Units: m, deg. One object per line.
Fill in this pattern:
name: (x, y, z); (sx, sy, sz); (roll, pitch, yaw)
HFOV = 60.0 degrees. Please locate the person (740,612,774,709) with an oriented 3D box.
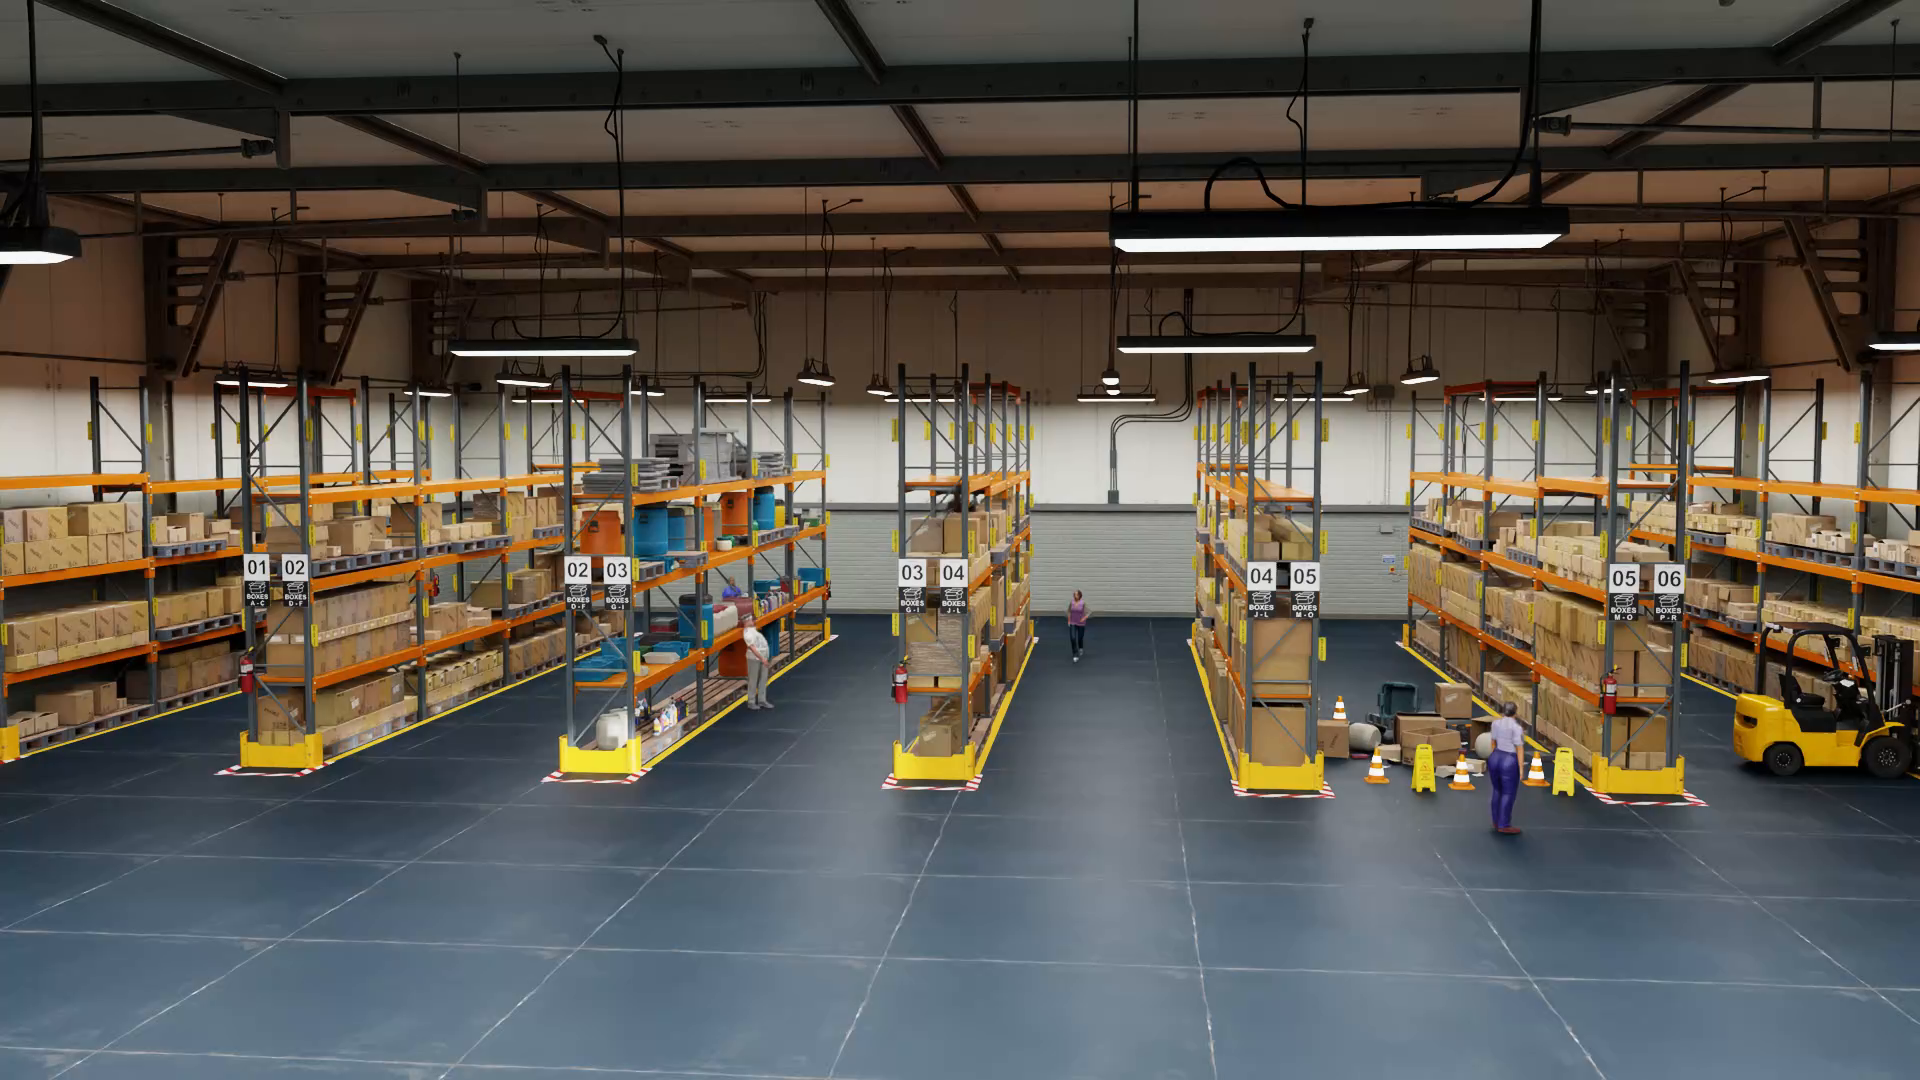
person: (-3.642, 2.188, 30.126); (0.685, 1.760, 0.612); (2, 4, 31)

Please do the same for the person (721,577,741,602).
person: (-5.414, 1.676, 39.327); (0.421, 1.597, 0.932); (1, 4, 11)

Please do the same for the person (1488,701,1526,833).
person: (6.886, 2.840, 20.857); (0.436, 1.664, 0.500); (-2, 4, -28)

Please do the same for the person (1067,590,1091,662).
person: (2.618, 1.882, 36.666); (0.544, 1.589, 0.648); (1, 4, 9)
